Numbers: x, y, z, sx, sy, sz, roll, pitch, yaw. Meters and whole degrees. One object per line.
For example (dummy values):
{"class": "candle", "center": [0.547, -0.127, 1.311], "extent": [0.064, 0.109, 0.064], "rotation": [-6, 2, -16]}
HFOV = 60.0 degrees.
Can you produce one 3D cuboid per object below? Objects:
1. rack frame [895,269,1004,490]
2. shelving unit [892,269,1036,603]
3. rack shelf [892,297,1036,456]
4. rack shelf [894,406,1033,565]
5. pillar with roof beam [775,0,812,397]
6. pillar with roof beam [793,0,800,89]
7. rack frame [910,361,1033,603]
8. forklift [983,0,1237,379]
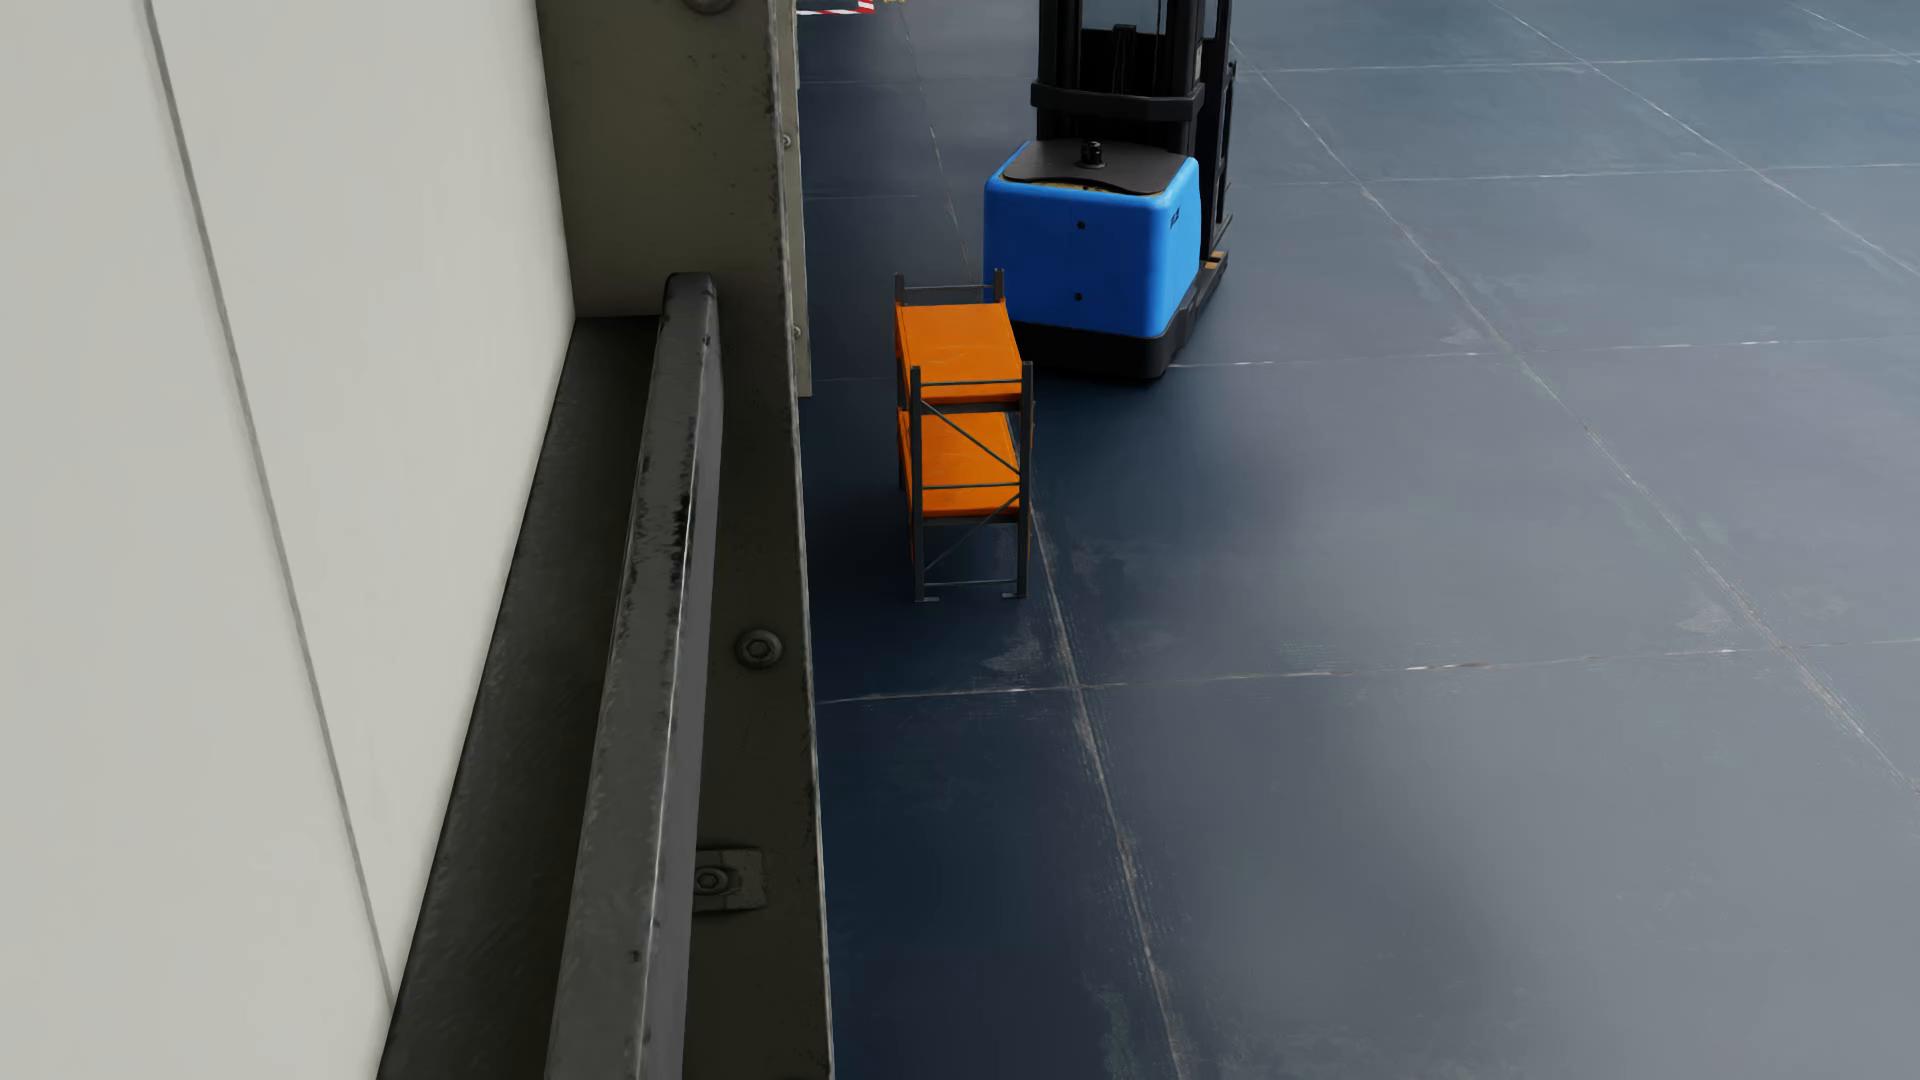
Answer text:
{"class": "rack frame", "center": [-0.048, -0.746, 7.902], "extent": [0.500, 1.125, 0.032], "rotation": [-3, 31, -5]}
{"class": "shelving unit", "center": [-0.001, -0.486, 7.467], "extent": [0.538, 1.125, 1.048], "rotation": [-3, 31, -5]}
{"class": "rack shelf", "center": [-0.001, -0.738, 7.317], "extent": [0.538, 0.278, 1.000], "rotation": [-3, 31, -5]}
{"class": "rack shelf", "center": [-0.001, -0.276, 7.593], "extent": [0.538, 0.278, 1.000], "rotation": [-3, 31, -5]}
{"class": "pillar with roof beam", "center": [3.308, -4.948, 7.259], "extent": [9.100, 9.000, 0.400], "rotation": [-3, 31, -5]}
{"class": "pillar with roof beam", "center": [2.747, -8.012, 12.388], "extent": [9.100, 9.000, 0.400], "rotation": [-3, 31, -5]}
{"class": "rack frame", "center": [0.047, -0.227, 7.033], "extent": [0.500, 1.125, 0.032], "rotation": [-3, 31, -5]}
{"class": "forklift", "center": [1.064, -2.883, 9.719], "extent": [1.130, 2.935, 3.031], "rotation": [10, 32, 16]}
